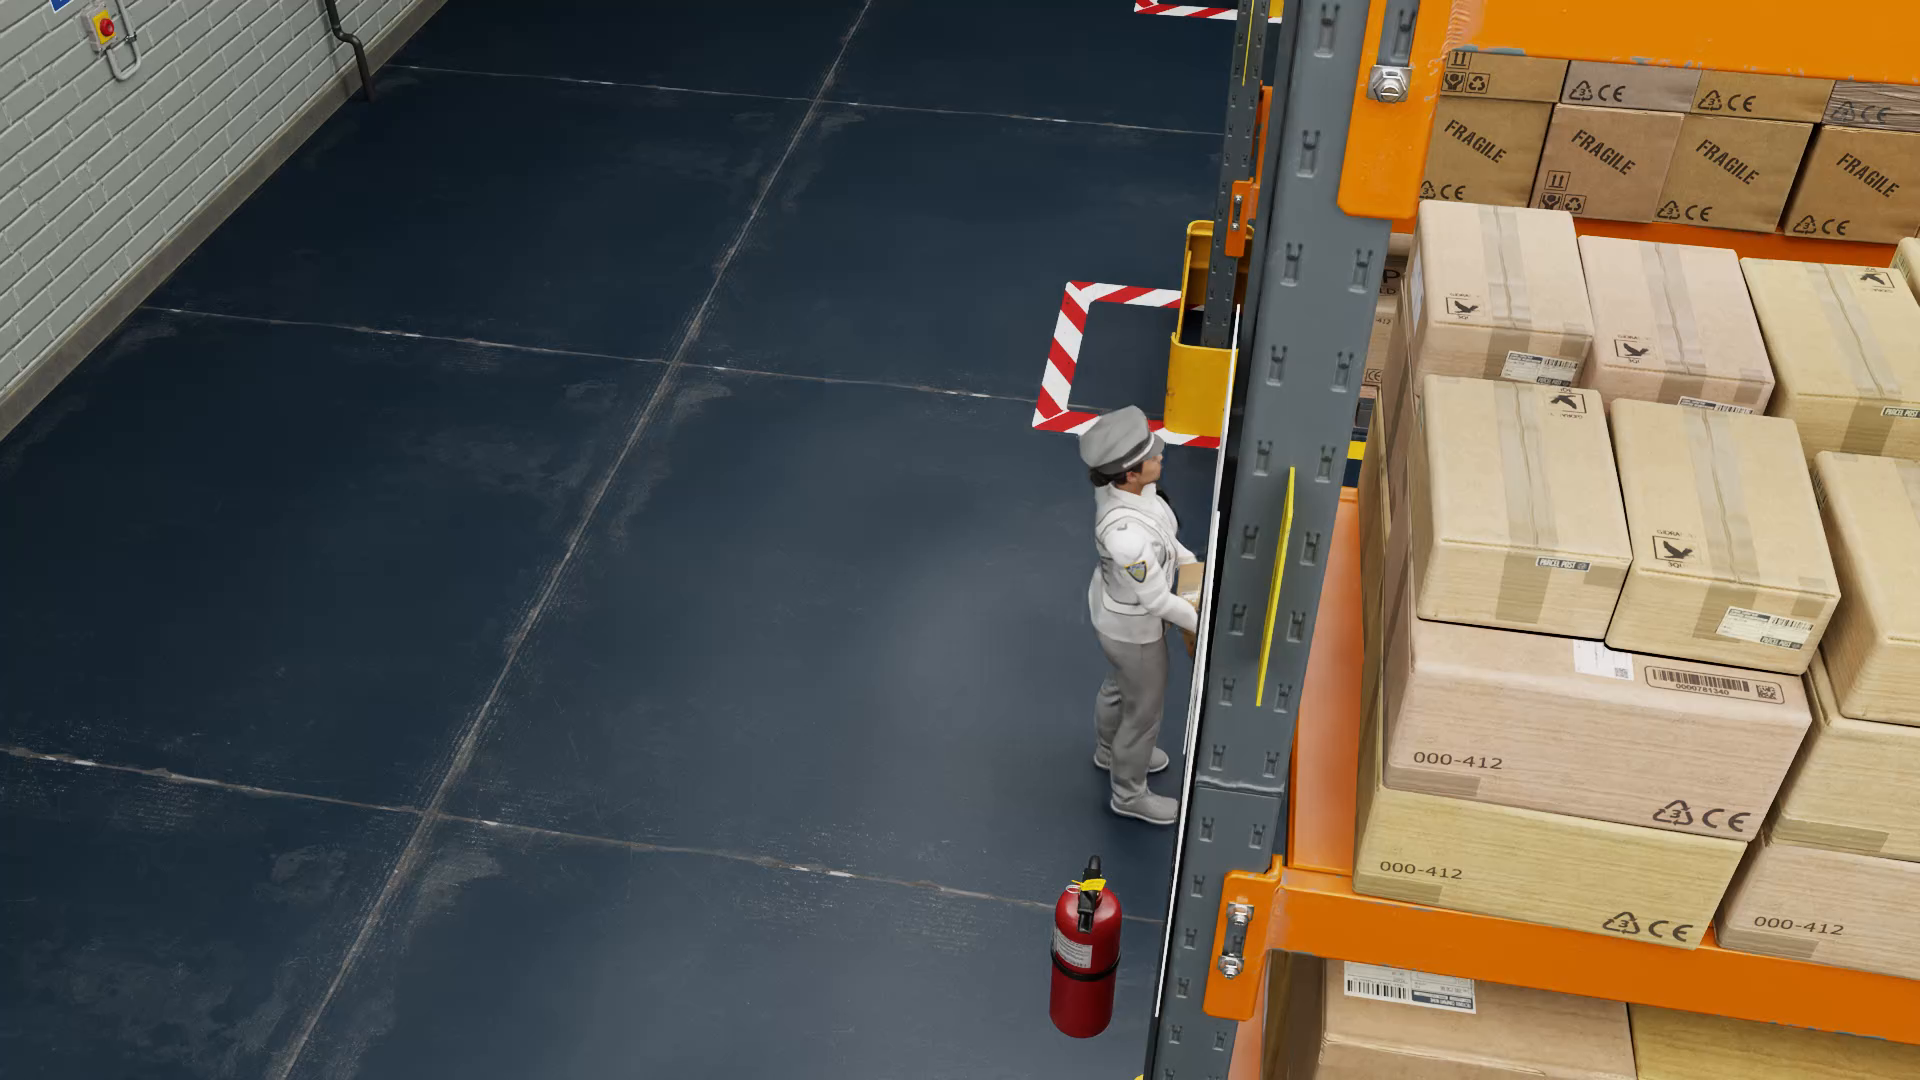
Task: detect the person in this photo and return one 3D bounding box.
[{"bbox_3d":[0.656,0.265,5.821,0.543,1.700,0.494,-1,41,-1],"label":"person"}]
